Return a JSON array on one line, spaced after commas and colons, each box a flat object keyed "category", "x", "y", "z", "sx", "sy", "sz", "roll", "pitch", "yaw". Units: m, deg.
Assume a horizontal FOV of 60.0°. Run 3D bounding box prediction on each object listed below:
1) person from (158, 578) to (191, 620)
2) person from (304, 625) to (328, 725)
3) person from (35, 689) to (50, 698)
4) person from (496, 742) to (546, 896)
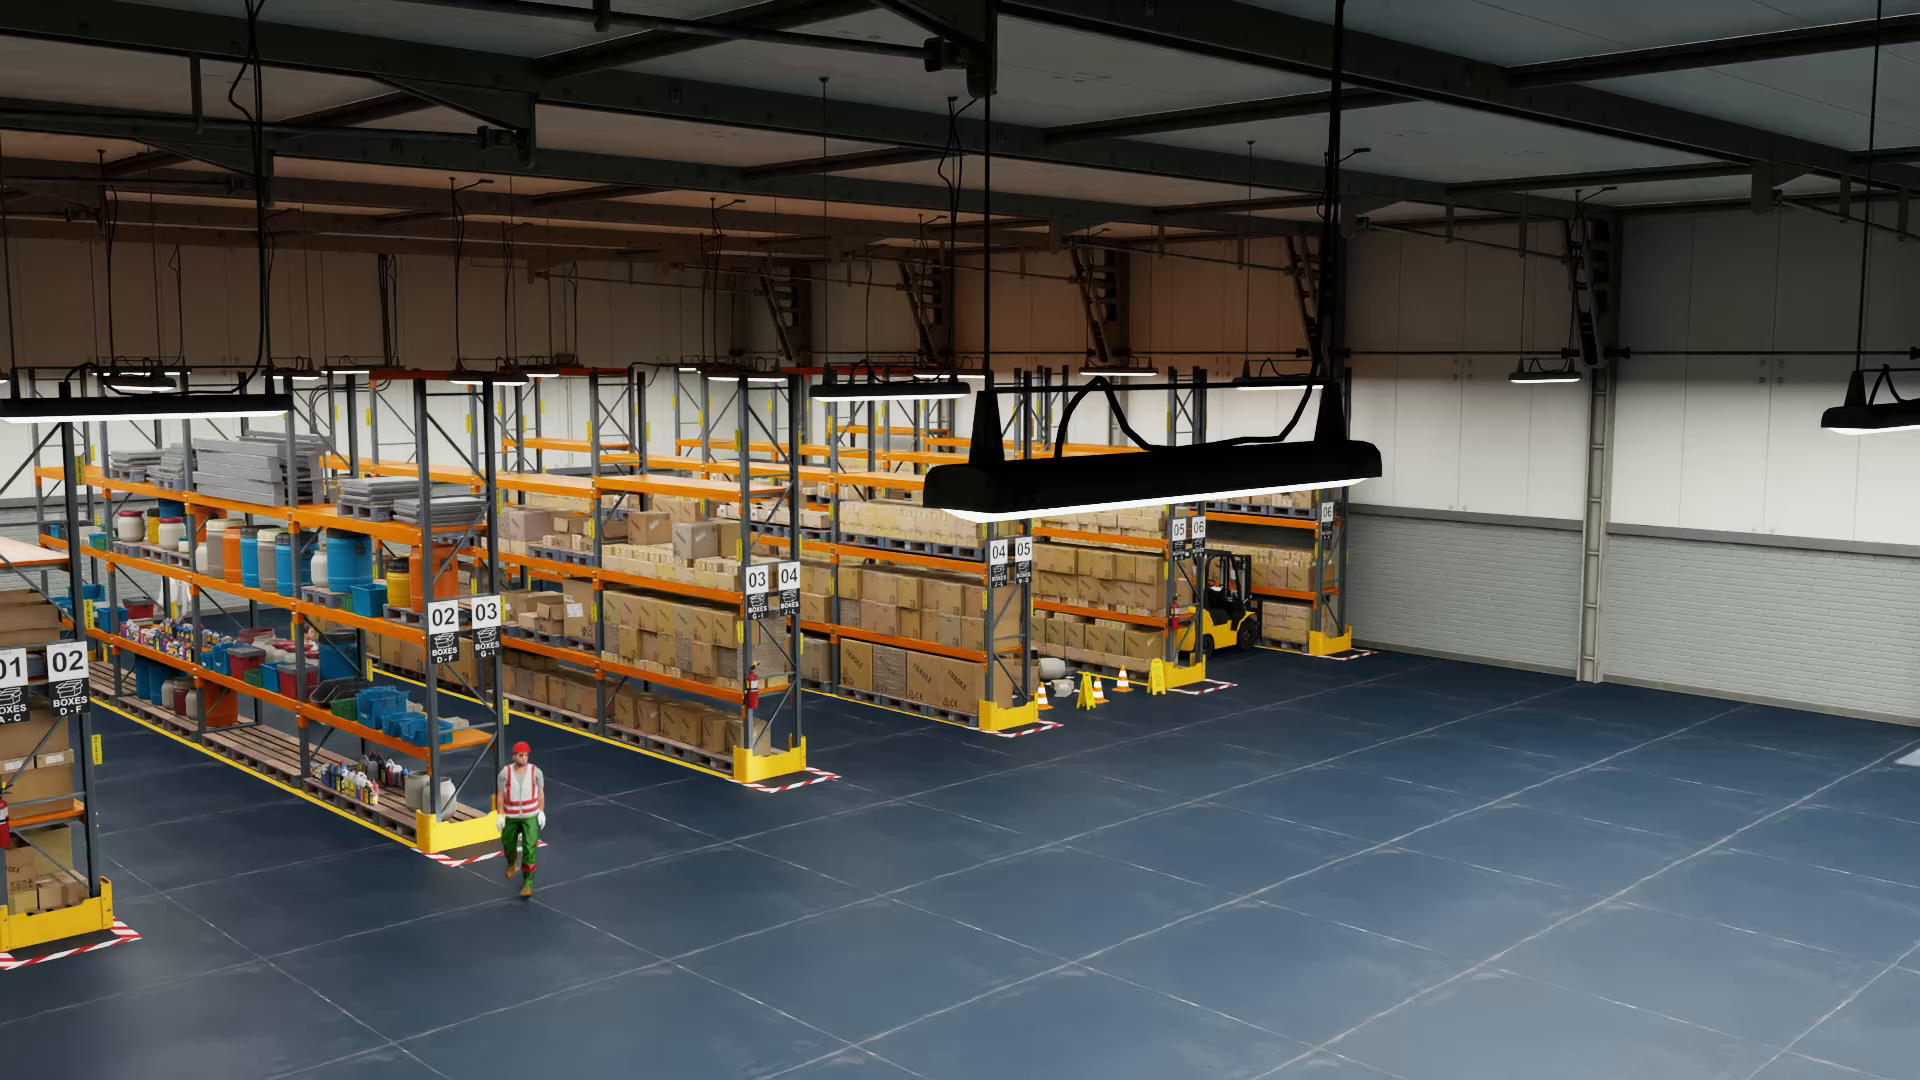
[{"category": "person", "x": -16.985, "y": 1.376, "z": 36.076, "sx": 1.114, "sy": 1.718, "sz": 0.681, "roll": 6, "pitch": 8, "yaw": 40}, {"category": "person", "x": -11.060, "y": 2.300, "z": 28.544, "sx": 0.762, "sy": 1.663, "sz": 0.469, "roll": 3, "pitch": 7, "yaw": 22}, {"category": "person", "x": -16.774, "y": 2.119, "z": 30.447, "sx": 0.790, "sy": 1.620, "sz": 0.560, "roll": 6, "pitch": 9, "yaw": 41}, {"category": "person", "x": -5.172, "y": 3.243, "z": 19.570, "sx": 0.566, "sy": 1.773, "sz": 0.888, "roll": -2, "pitch": 7, "yaw": -13}]
